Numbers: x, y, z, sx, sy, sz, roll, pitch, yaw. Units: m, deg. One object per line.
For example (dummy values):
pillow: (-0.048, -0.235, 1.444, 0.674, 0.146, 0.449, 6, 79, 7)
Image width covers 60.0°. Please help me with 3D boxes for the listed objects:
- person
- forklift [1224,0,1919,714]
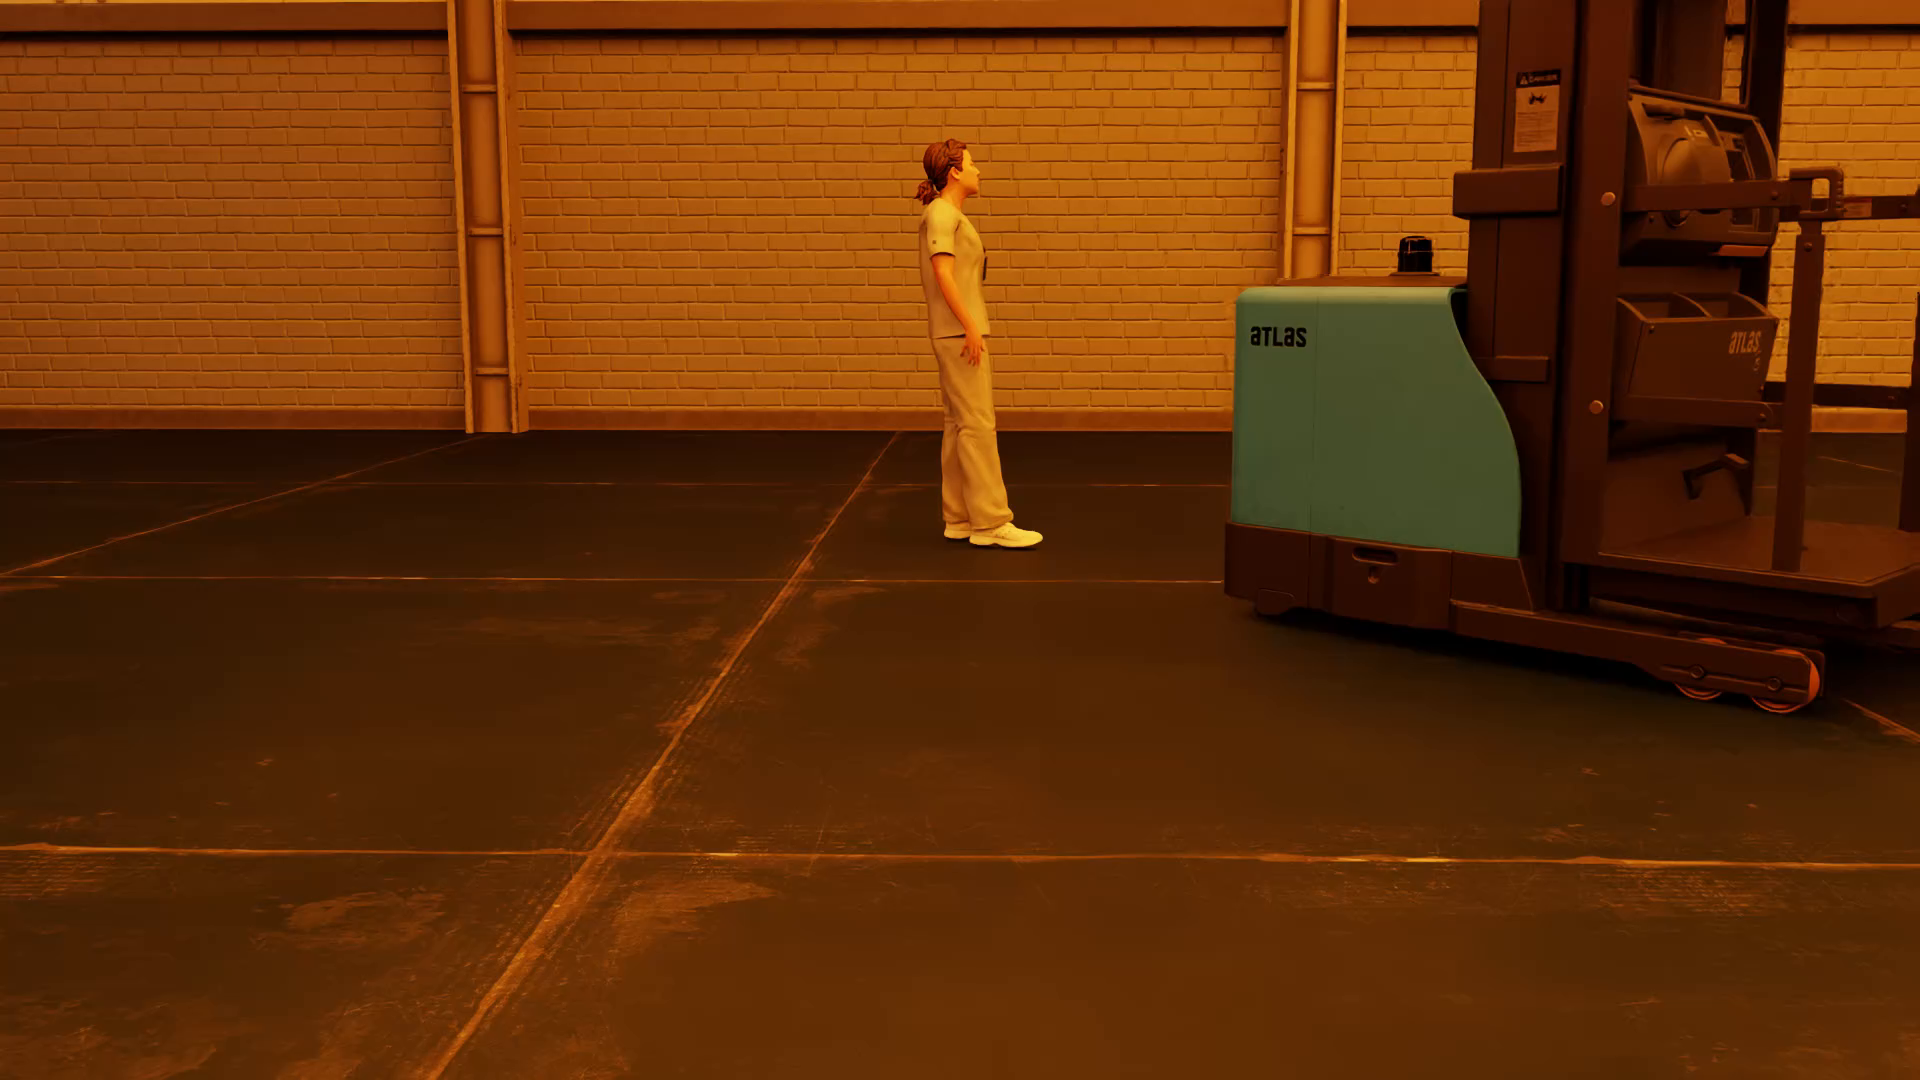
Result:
person: (0.074, -0.833, 6.985, 0.548, 1.673, 0.550, 0, 9, 1)
forklift: (2.263, -1.094, 4.580, 1.130, 2.935, 3.031, -8, 12, -44)
